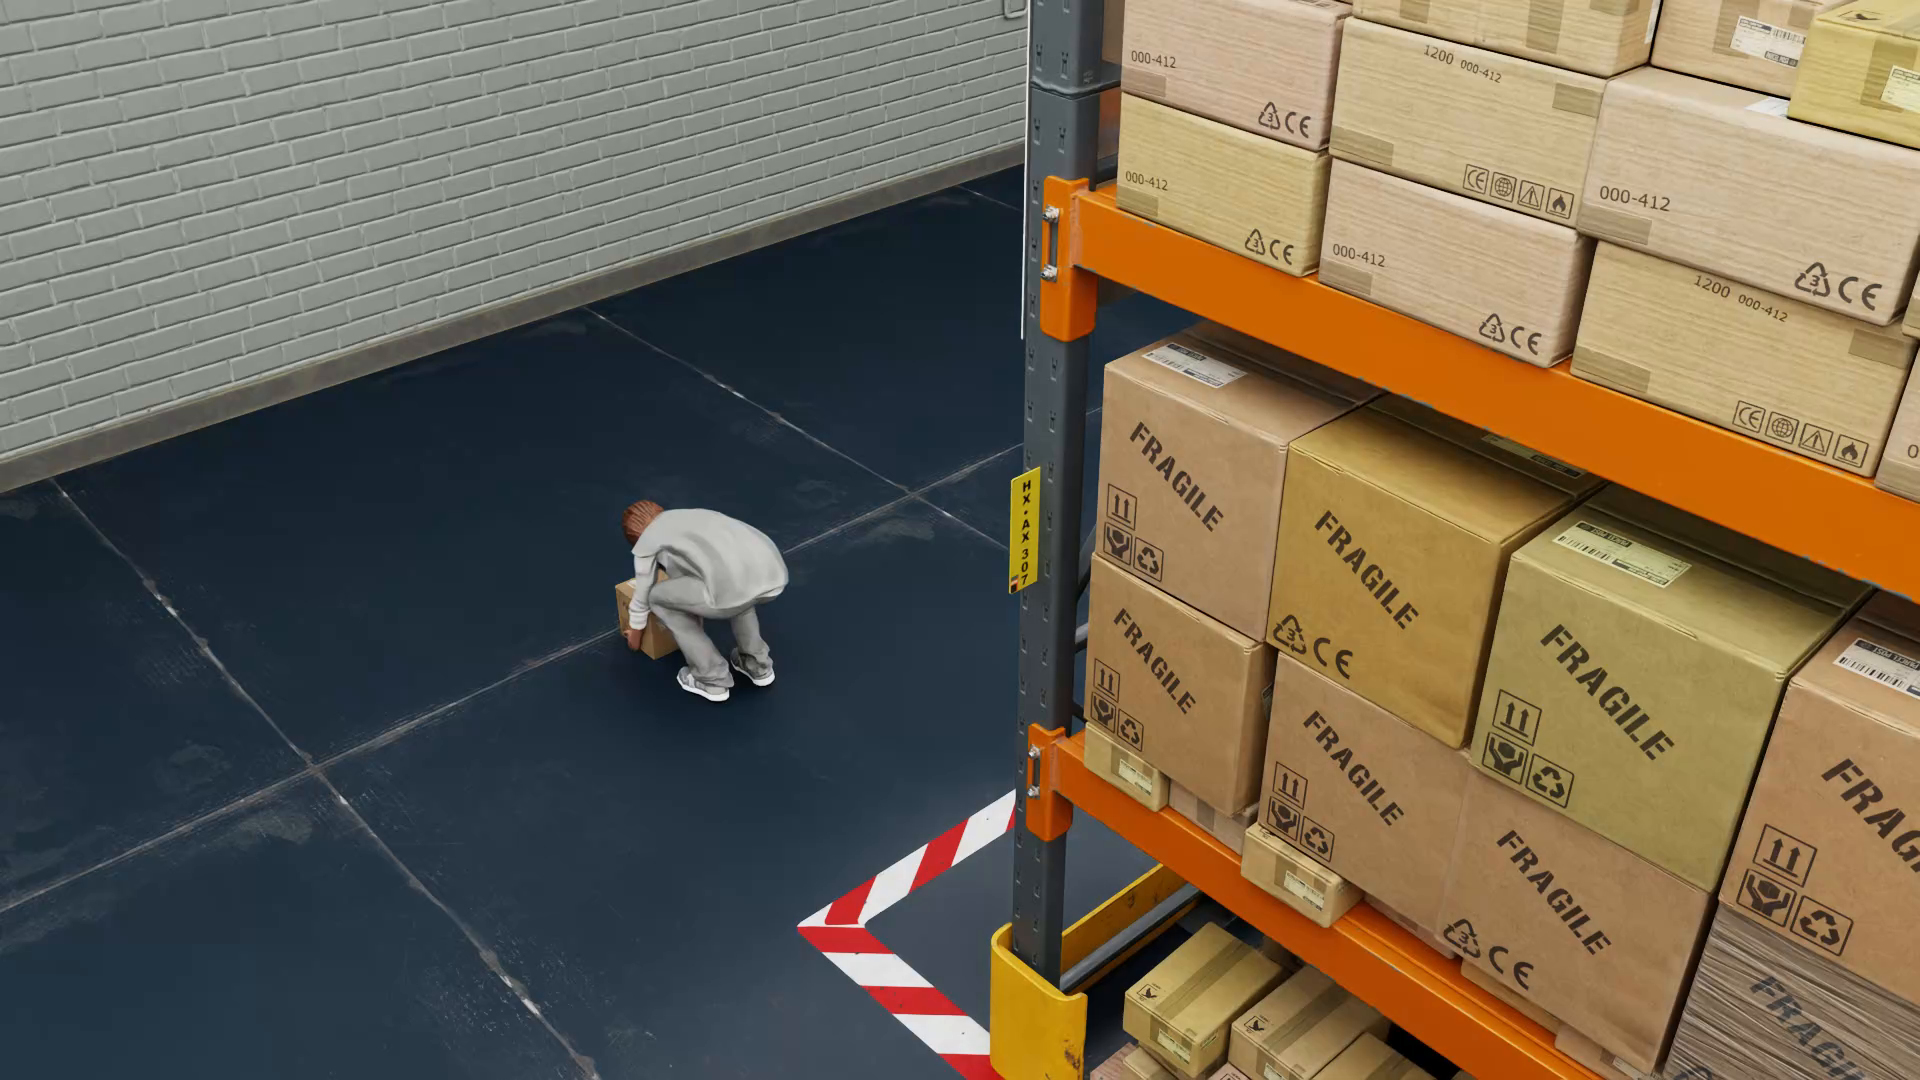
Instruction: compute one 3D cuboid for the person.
[{"bbox_3d":[-1.030,0.217,6.609,0.422,0.779,0.871,-28,42,-37],"label":"person"}]
